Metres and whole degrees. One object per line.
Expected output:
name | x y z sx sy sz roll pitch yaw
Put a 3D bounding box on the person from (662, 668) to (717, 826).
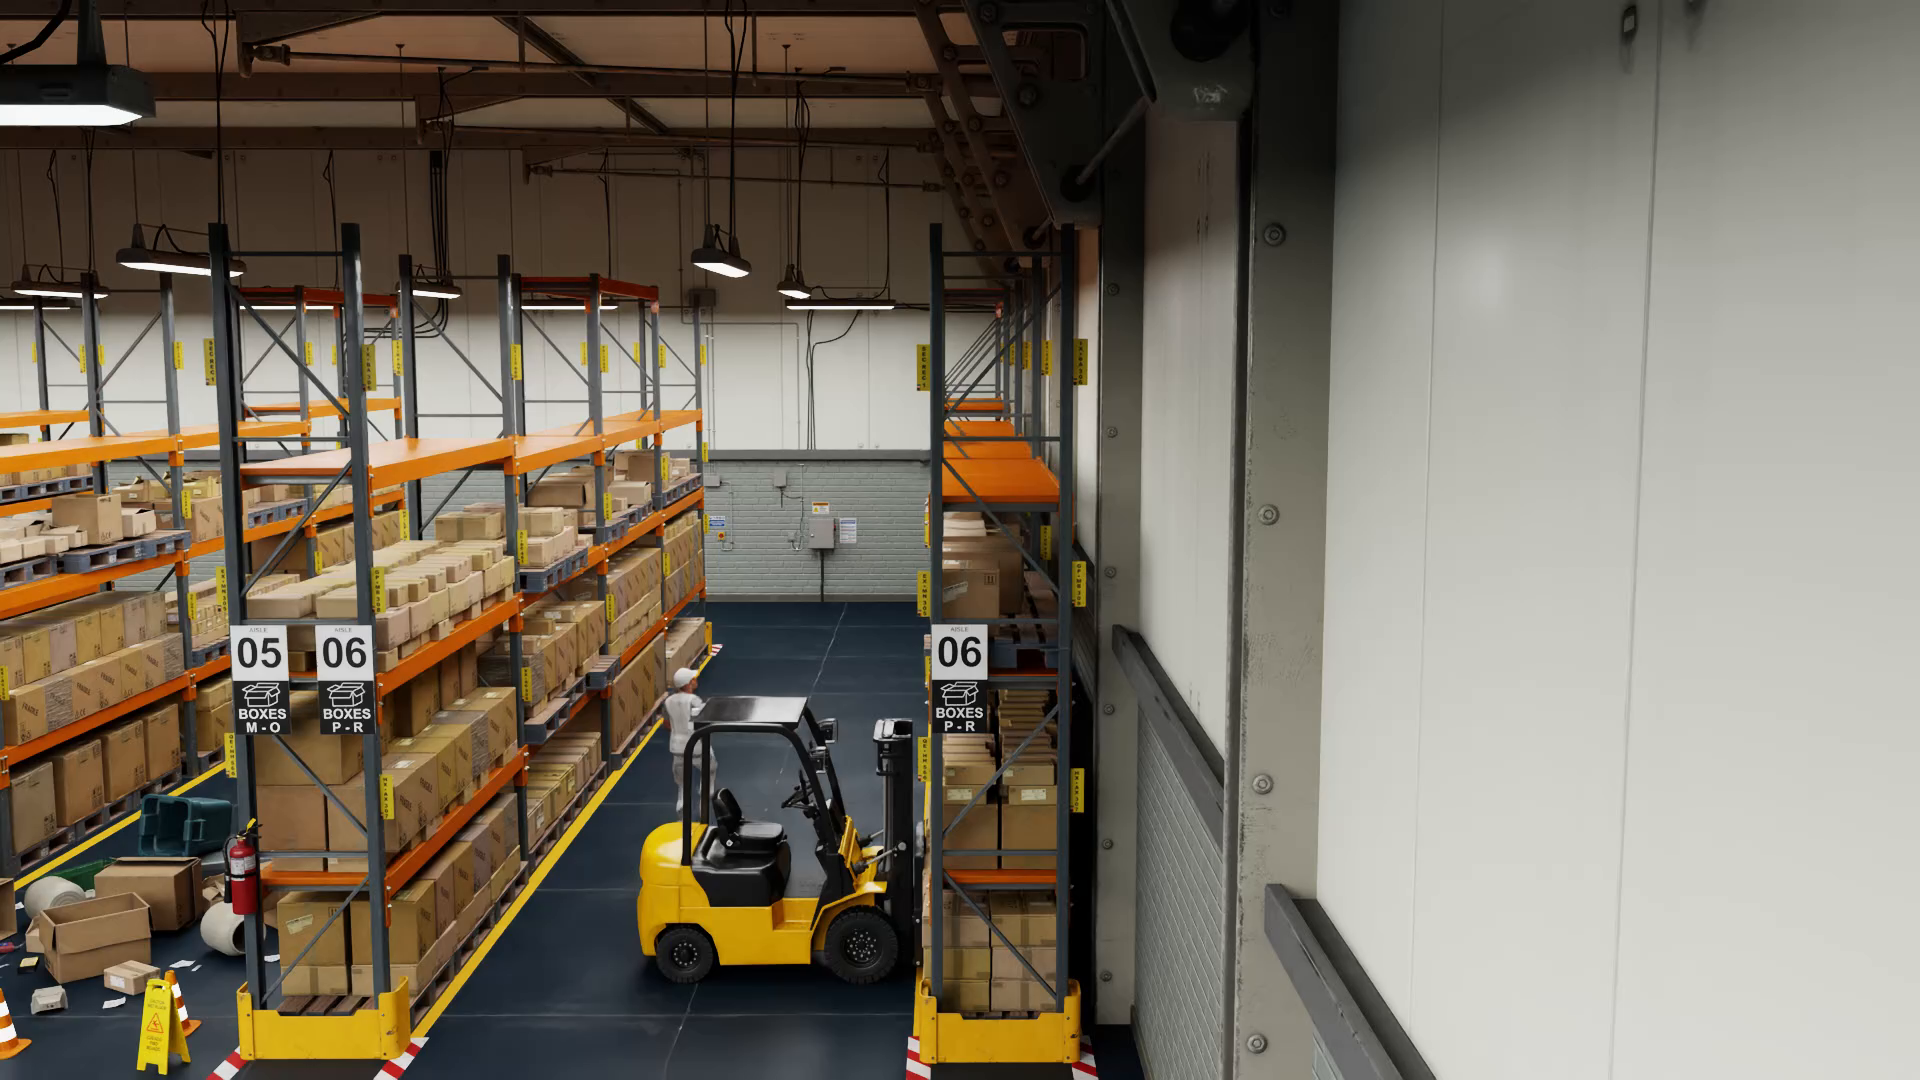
person | -2.770 2.162 17.084 0.599 1.745 0.767 1 7 4
